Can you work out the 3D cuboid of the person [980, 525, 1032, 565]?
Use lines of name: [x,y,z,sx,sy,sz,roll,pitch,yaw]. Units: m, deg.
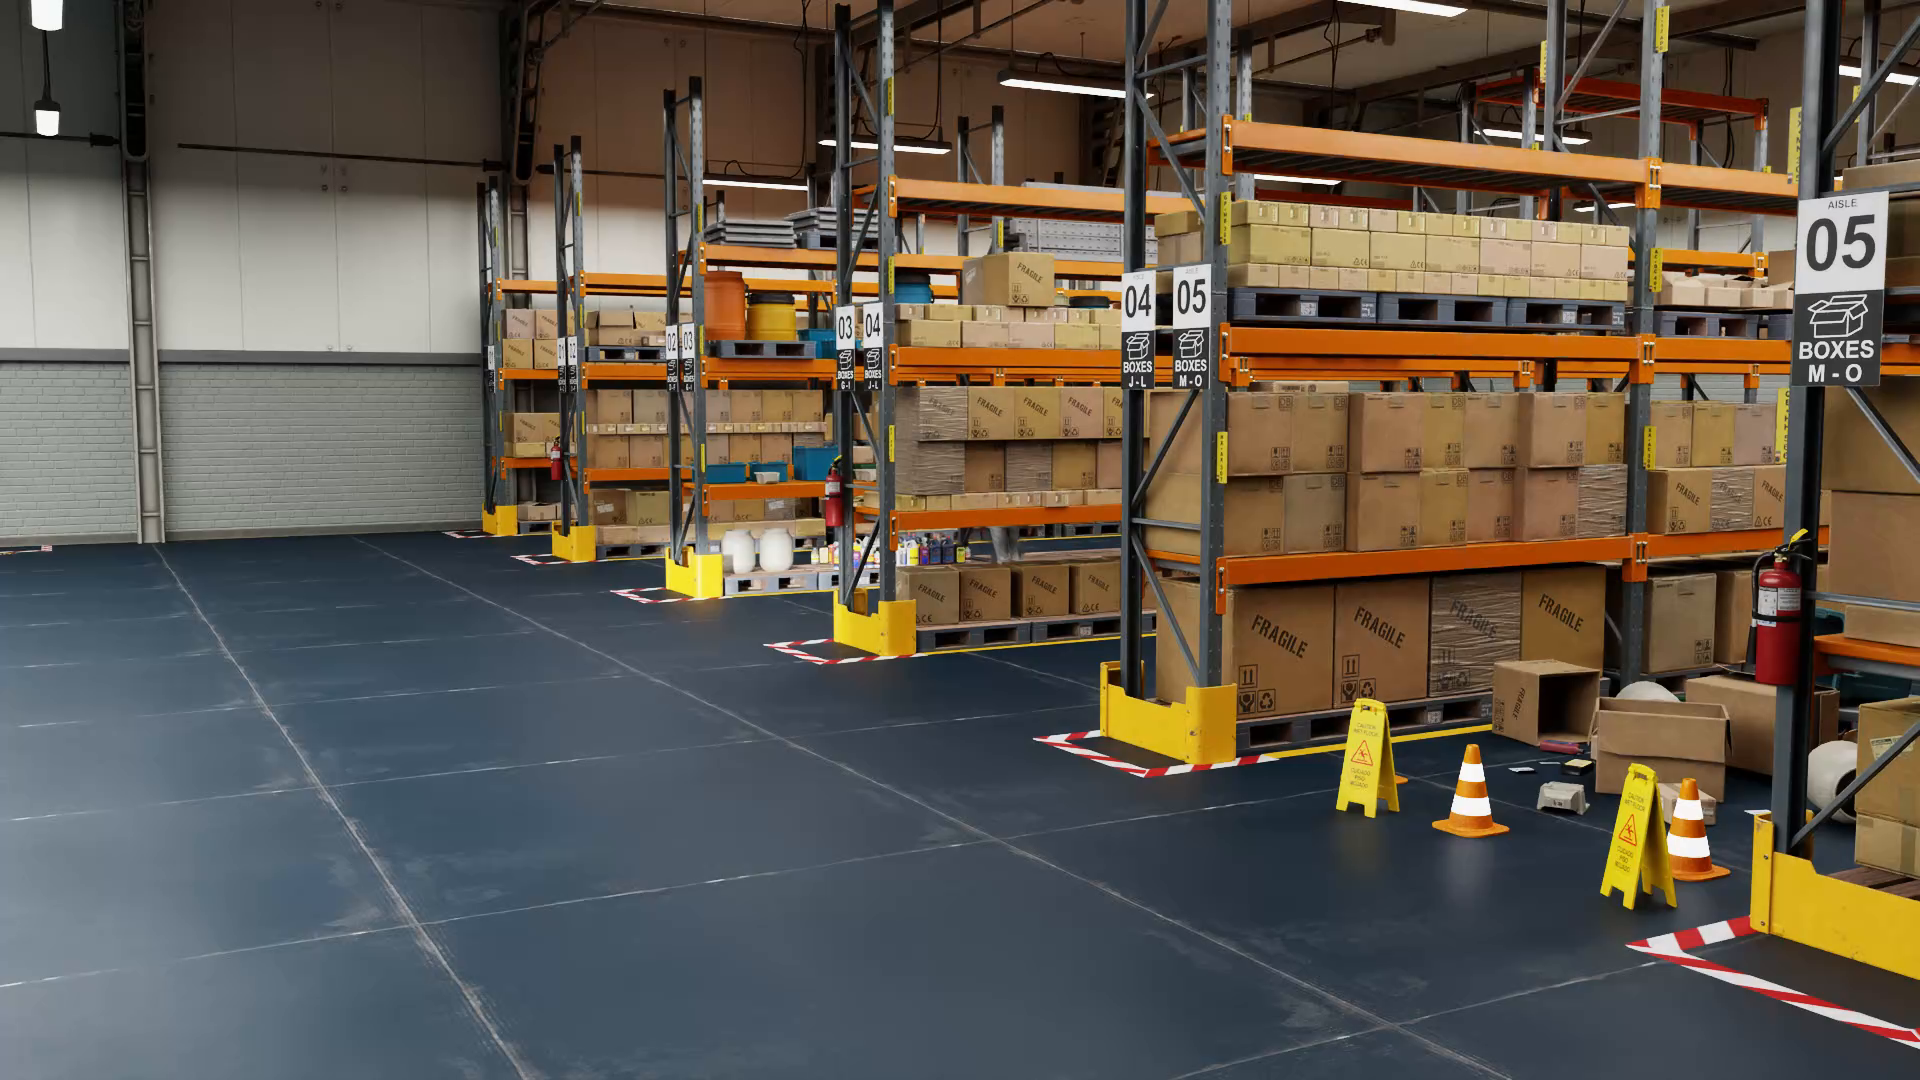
person: [0.500,-0.188,19.433,0.628,1.824,0.511,-2,5,-17]
